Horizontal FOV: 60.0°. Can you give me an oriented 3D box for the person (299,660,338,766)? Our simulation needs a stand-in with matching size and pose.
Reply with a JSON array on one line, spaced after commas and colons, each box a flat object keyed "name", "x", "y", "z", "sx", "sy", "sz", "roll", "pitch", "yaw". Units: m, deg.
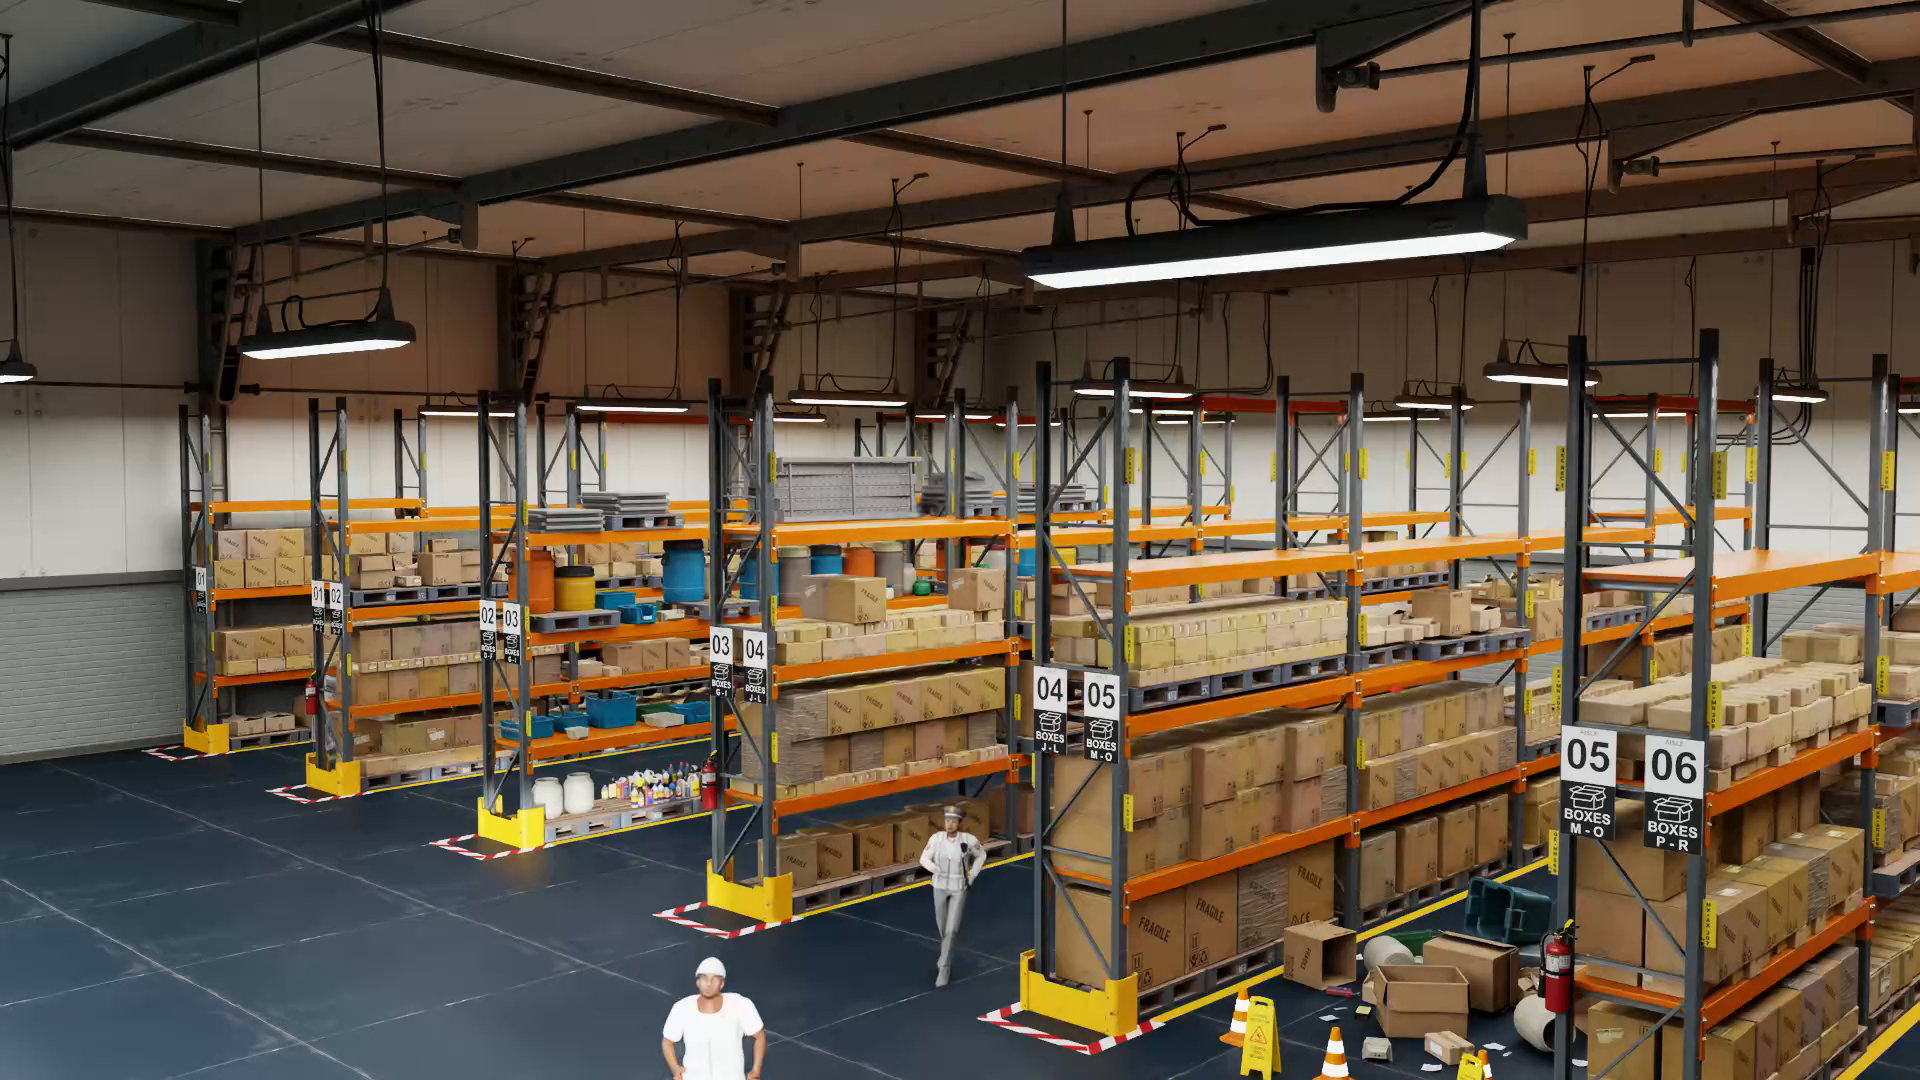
[{"name": "person", "x": -10.367, "y": 2.851, "z": 26.958, "sx": 0.665, "sy": 1.858, "sz": 0.724, "roll": 2, "pitch": 4, "yaw": 32}]

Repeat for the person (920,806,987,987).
[{"name": "person", "x": -0.074, "y": 3.464, "z": 16.381, "sx": 0.627, "sy": 1.762, "sz": 0.726, "roll": 1, "pitch": 3, "yaw": 14}]

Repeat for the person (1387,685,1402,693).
[{"name": "person", "x": 6.259, "y": 2.985, "z": 23.874, "sx": 0.661, "sy": 1.813, "sz": 0.929, "roll": 3, "pitch": 4, "yaw": 41}]

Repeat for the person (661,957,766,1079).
[{"name": "person", "x": -1.701, "y": 3.712, "z": 11.468, "sx": 0.720, "sy": 1.706, "sz": 0.661, "roll": 0, "pitch": 3, "yaw": -5}]
